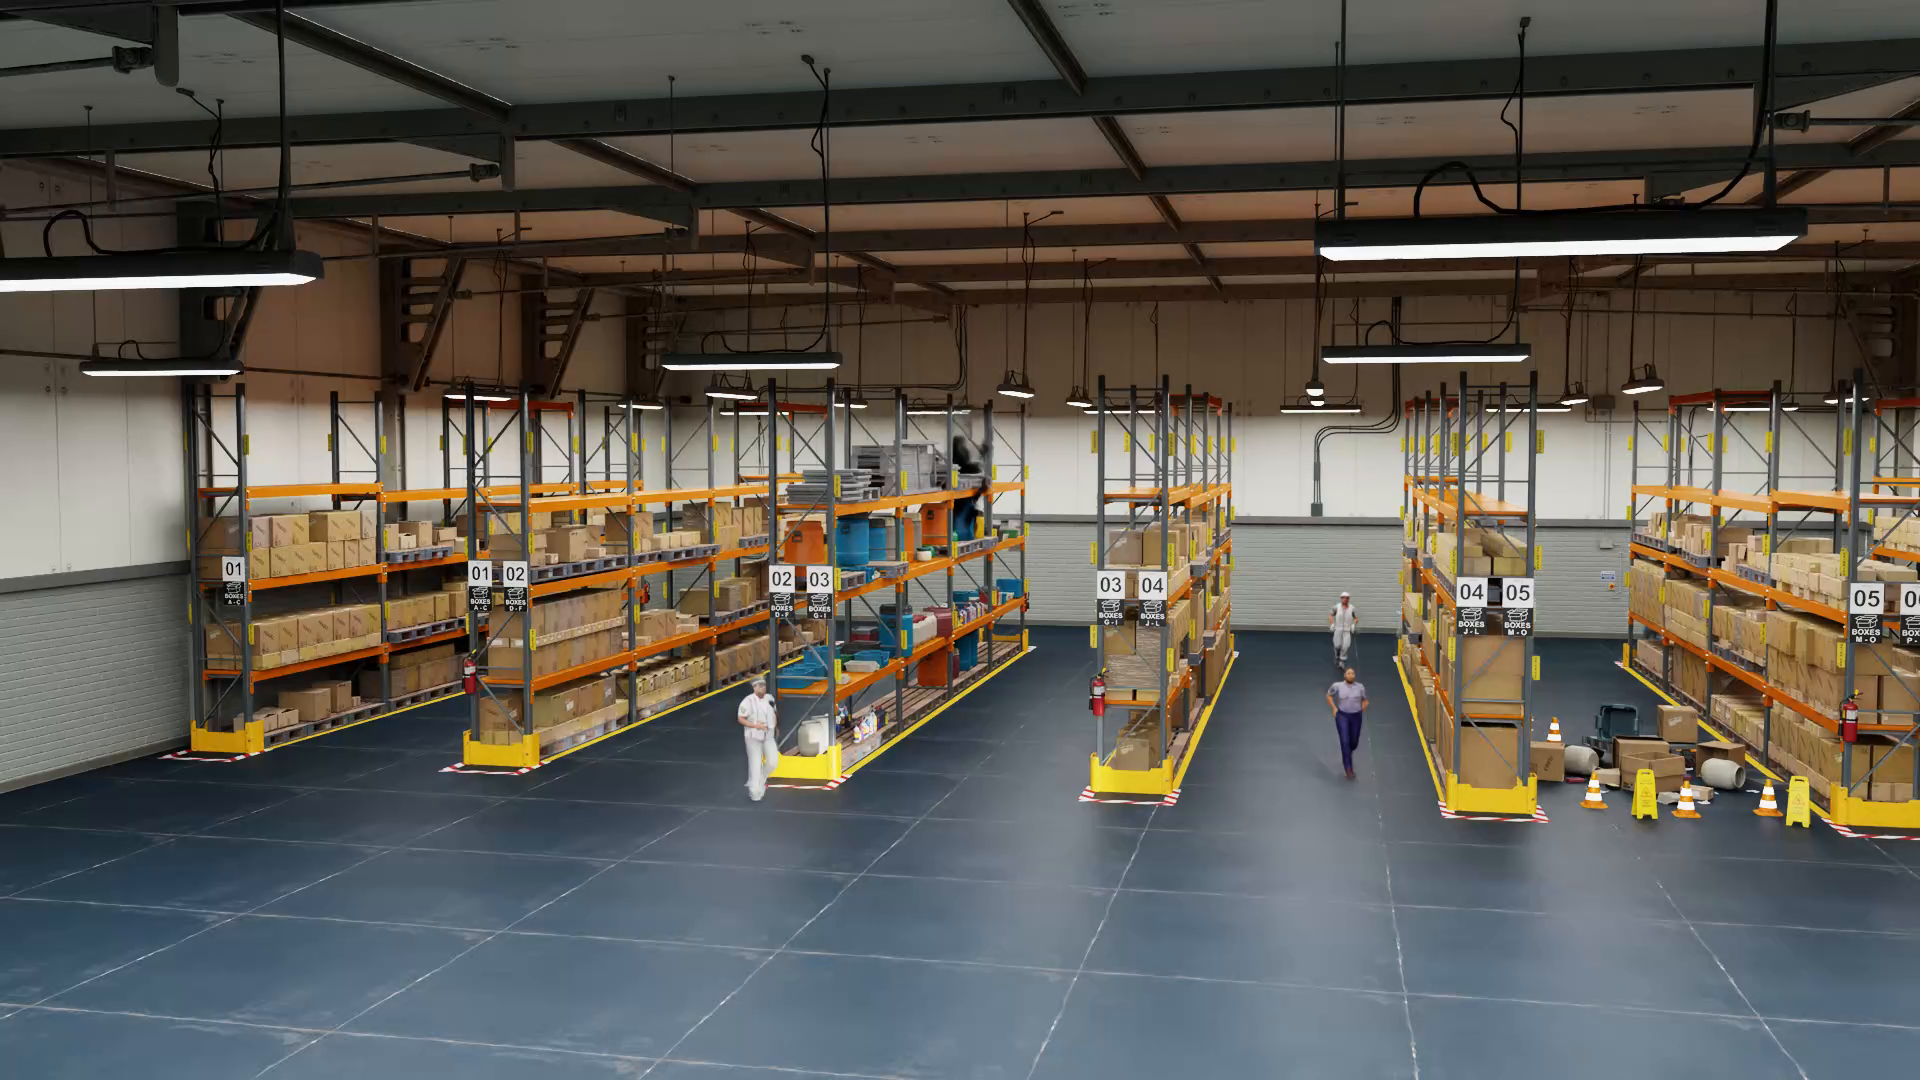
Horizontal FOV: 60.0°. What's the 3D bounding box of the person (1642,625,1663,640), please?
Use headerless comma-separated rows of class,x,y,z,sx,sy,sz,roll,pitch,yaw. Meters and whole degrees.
person,16.073,1.919,38.702,0.761,1.713,0.928,-2,4,-37

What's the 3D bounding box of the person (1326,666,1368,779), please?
person,5.910,2.747,25.305,0.608,1.655,0.868,0,3,-2

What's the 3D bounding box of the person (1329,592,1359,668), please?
person,8.551,2.030,37.056,0.646,1.737,0.563,1,3,15

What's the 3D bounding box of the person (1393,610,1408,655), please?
person,10.693,1.927,39.446,0.687,1.728,0.586,-1,3,-10

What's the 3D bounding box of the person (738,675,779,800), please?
person,-2.801,2.787,23.504,0.686,1.766,0.585,-2,4,-32
